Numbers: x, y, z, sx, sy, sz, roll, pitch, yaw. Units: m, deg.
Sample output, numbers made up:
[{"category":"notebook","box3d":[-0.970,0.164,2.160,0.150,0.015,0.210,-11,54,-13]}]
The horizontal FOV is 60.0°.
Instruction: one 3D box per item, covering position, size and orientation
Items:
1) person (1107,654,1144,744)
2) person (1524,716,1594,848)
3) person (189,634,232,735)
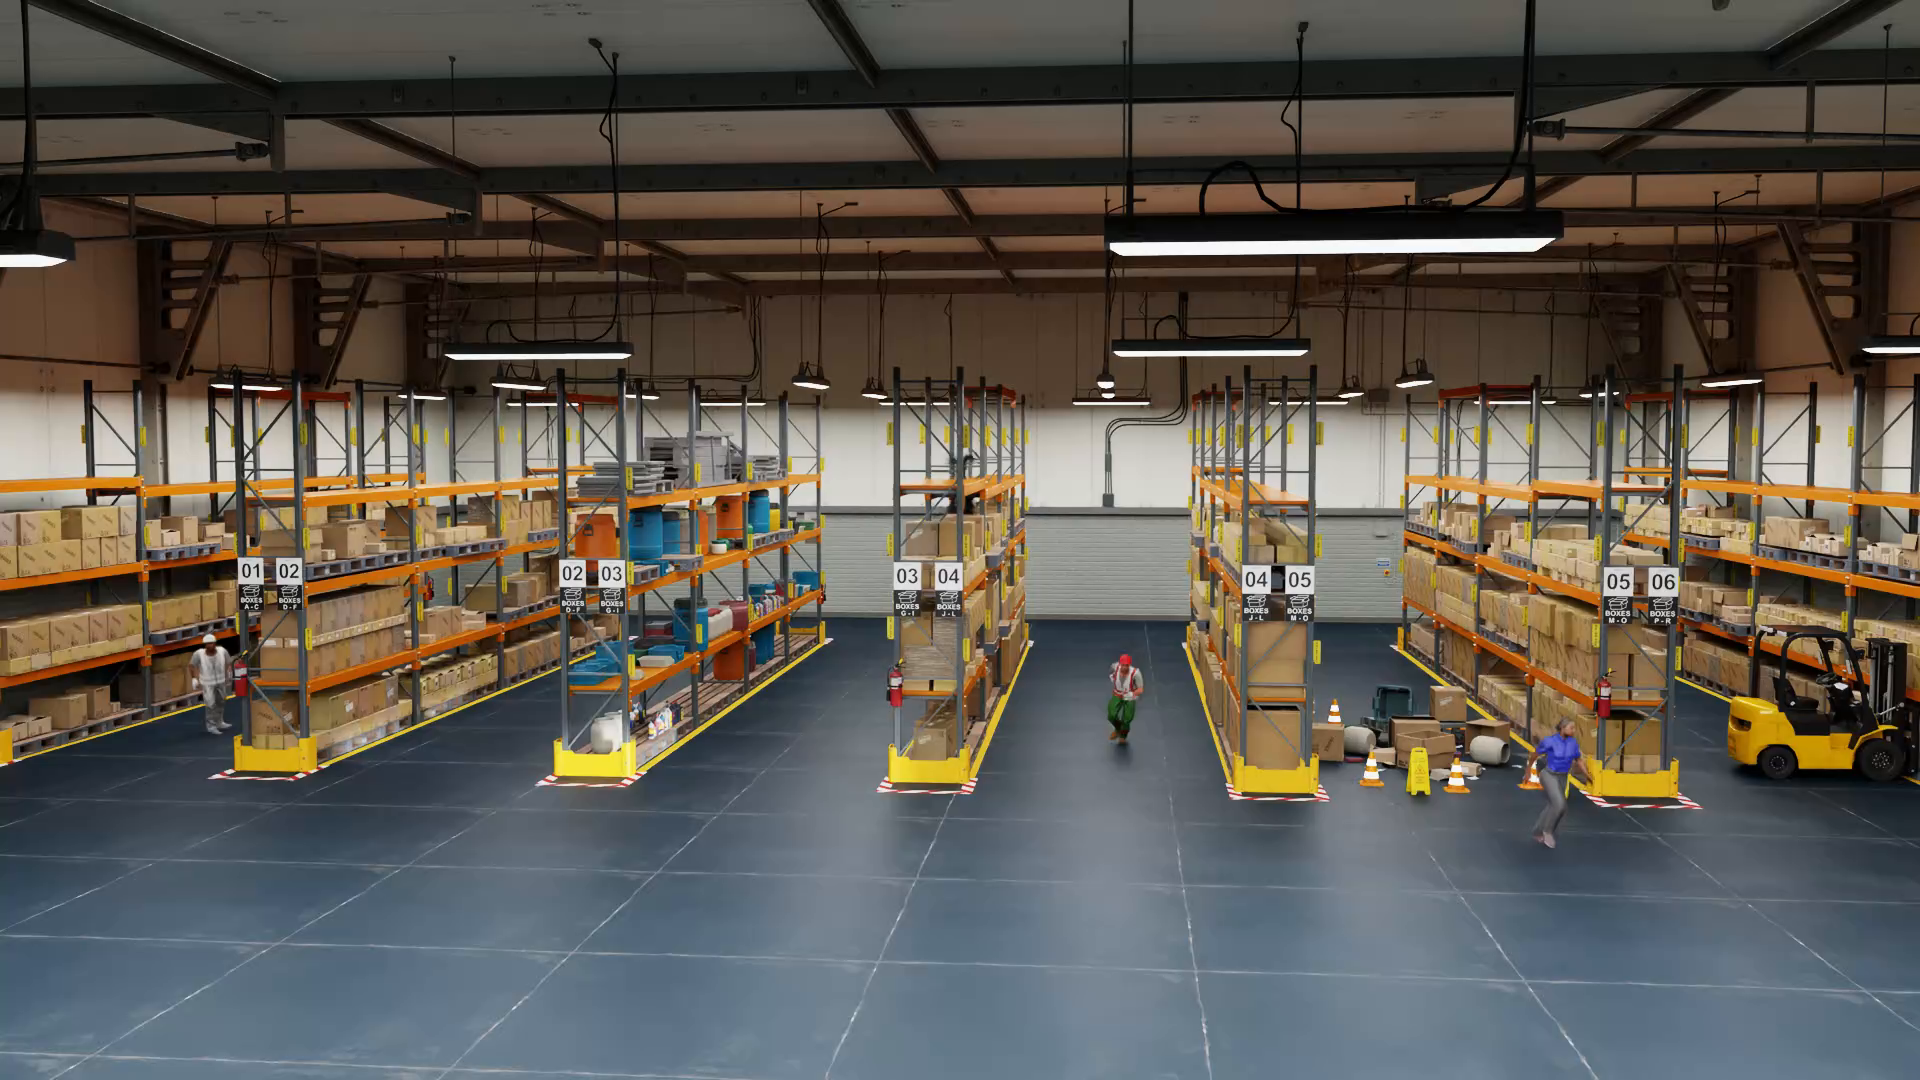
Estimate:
[{"category":"person","box3d":[2.643,2.557,26.723,0.676,1.538,1.003,1,4,18]},{"category":"person","box3d":[7.287,2.935,20.222,0.557,1.590,0.791,-2,4,-25]},{"category":"person","box3d":[-12.572,2.431,28.059,0.850,1.736,0.689,3,5,42]}]
